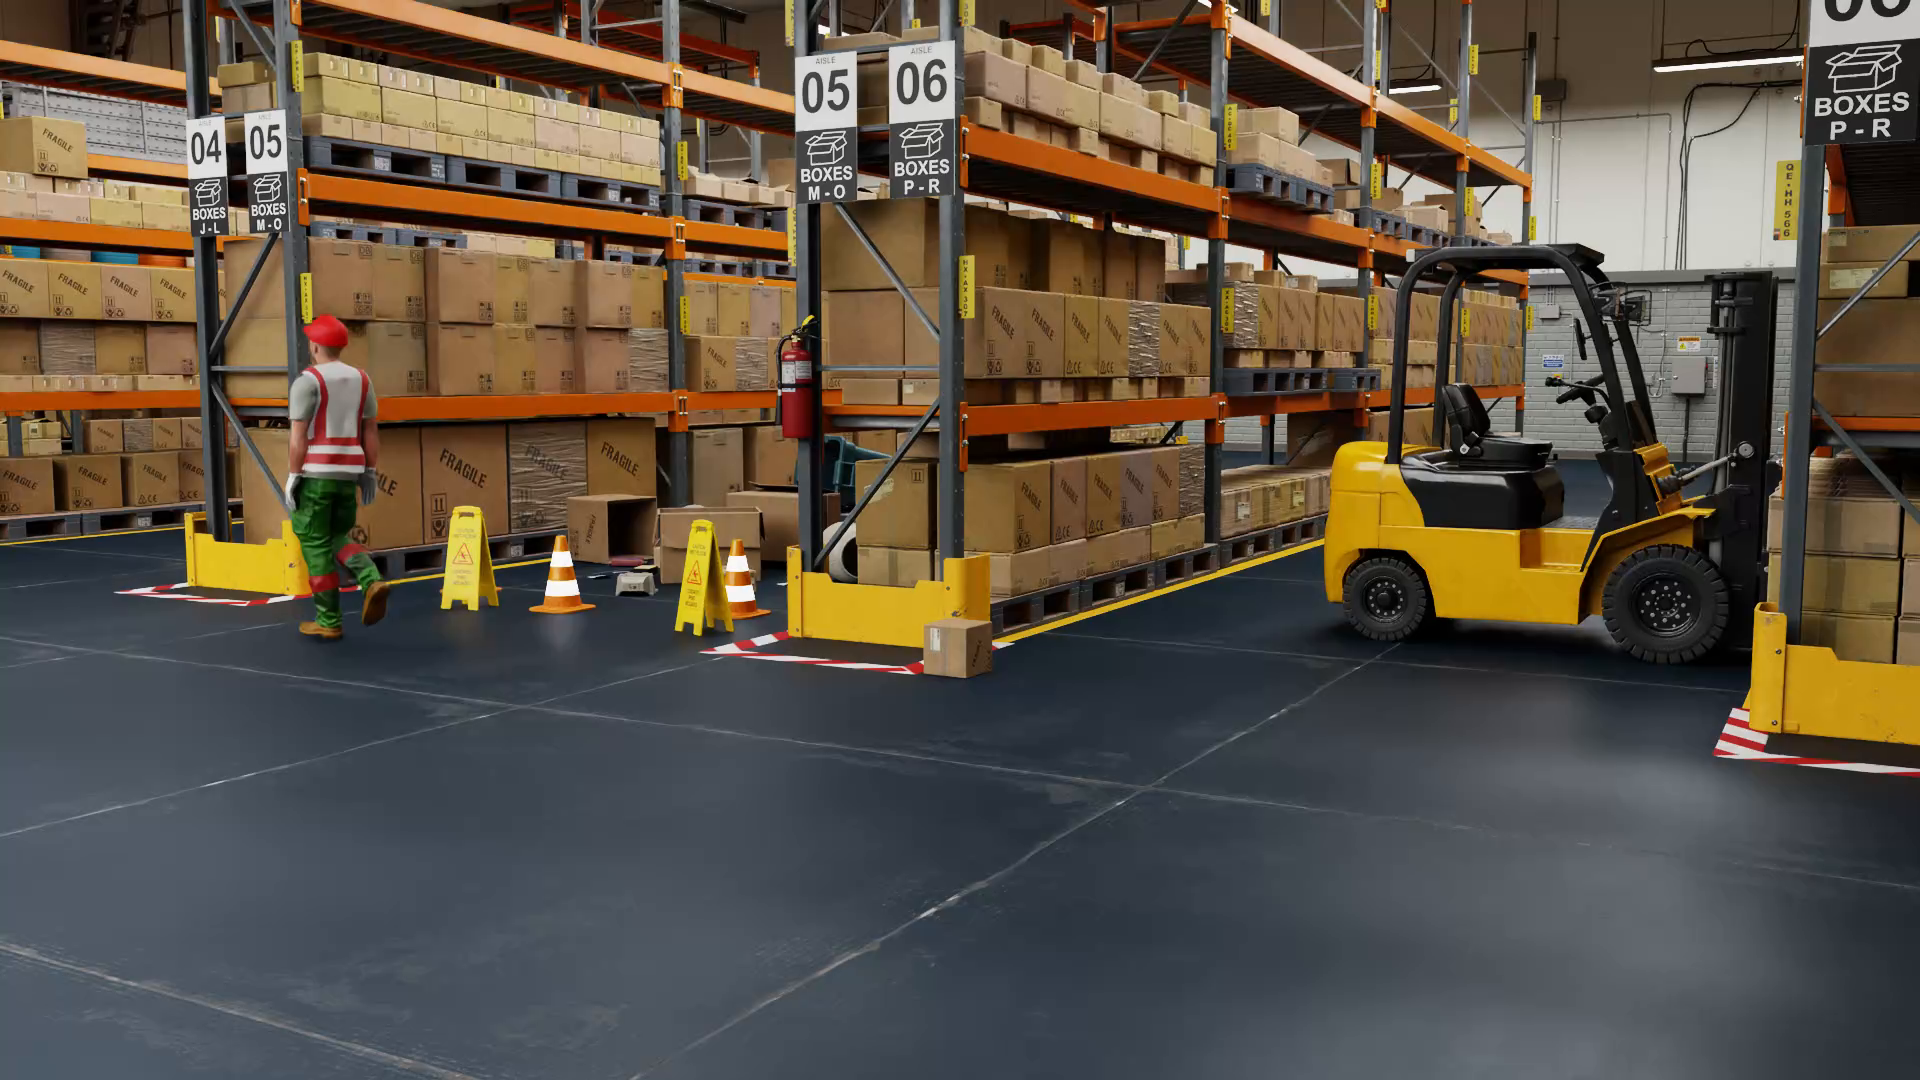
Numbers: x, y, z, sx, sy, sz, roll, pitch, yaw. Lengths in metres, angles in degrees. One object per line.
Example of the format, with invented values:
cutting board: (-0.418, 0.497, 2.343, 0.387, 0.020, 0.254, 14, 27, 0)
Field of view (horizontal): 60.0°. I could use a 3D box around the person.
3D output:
person: (-3.446, -0.347, 9.163, 0.544, 1.779, 0.529, 3, 7, 29)
